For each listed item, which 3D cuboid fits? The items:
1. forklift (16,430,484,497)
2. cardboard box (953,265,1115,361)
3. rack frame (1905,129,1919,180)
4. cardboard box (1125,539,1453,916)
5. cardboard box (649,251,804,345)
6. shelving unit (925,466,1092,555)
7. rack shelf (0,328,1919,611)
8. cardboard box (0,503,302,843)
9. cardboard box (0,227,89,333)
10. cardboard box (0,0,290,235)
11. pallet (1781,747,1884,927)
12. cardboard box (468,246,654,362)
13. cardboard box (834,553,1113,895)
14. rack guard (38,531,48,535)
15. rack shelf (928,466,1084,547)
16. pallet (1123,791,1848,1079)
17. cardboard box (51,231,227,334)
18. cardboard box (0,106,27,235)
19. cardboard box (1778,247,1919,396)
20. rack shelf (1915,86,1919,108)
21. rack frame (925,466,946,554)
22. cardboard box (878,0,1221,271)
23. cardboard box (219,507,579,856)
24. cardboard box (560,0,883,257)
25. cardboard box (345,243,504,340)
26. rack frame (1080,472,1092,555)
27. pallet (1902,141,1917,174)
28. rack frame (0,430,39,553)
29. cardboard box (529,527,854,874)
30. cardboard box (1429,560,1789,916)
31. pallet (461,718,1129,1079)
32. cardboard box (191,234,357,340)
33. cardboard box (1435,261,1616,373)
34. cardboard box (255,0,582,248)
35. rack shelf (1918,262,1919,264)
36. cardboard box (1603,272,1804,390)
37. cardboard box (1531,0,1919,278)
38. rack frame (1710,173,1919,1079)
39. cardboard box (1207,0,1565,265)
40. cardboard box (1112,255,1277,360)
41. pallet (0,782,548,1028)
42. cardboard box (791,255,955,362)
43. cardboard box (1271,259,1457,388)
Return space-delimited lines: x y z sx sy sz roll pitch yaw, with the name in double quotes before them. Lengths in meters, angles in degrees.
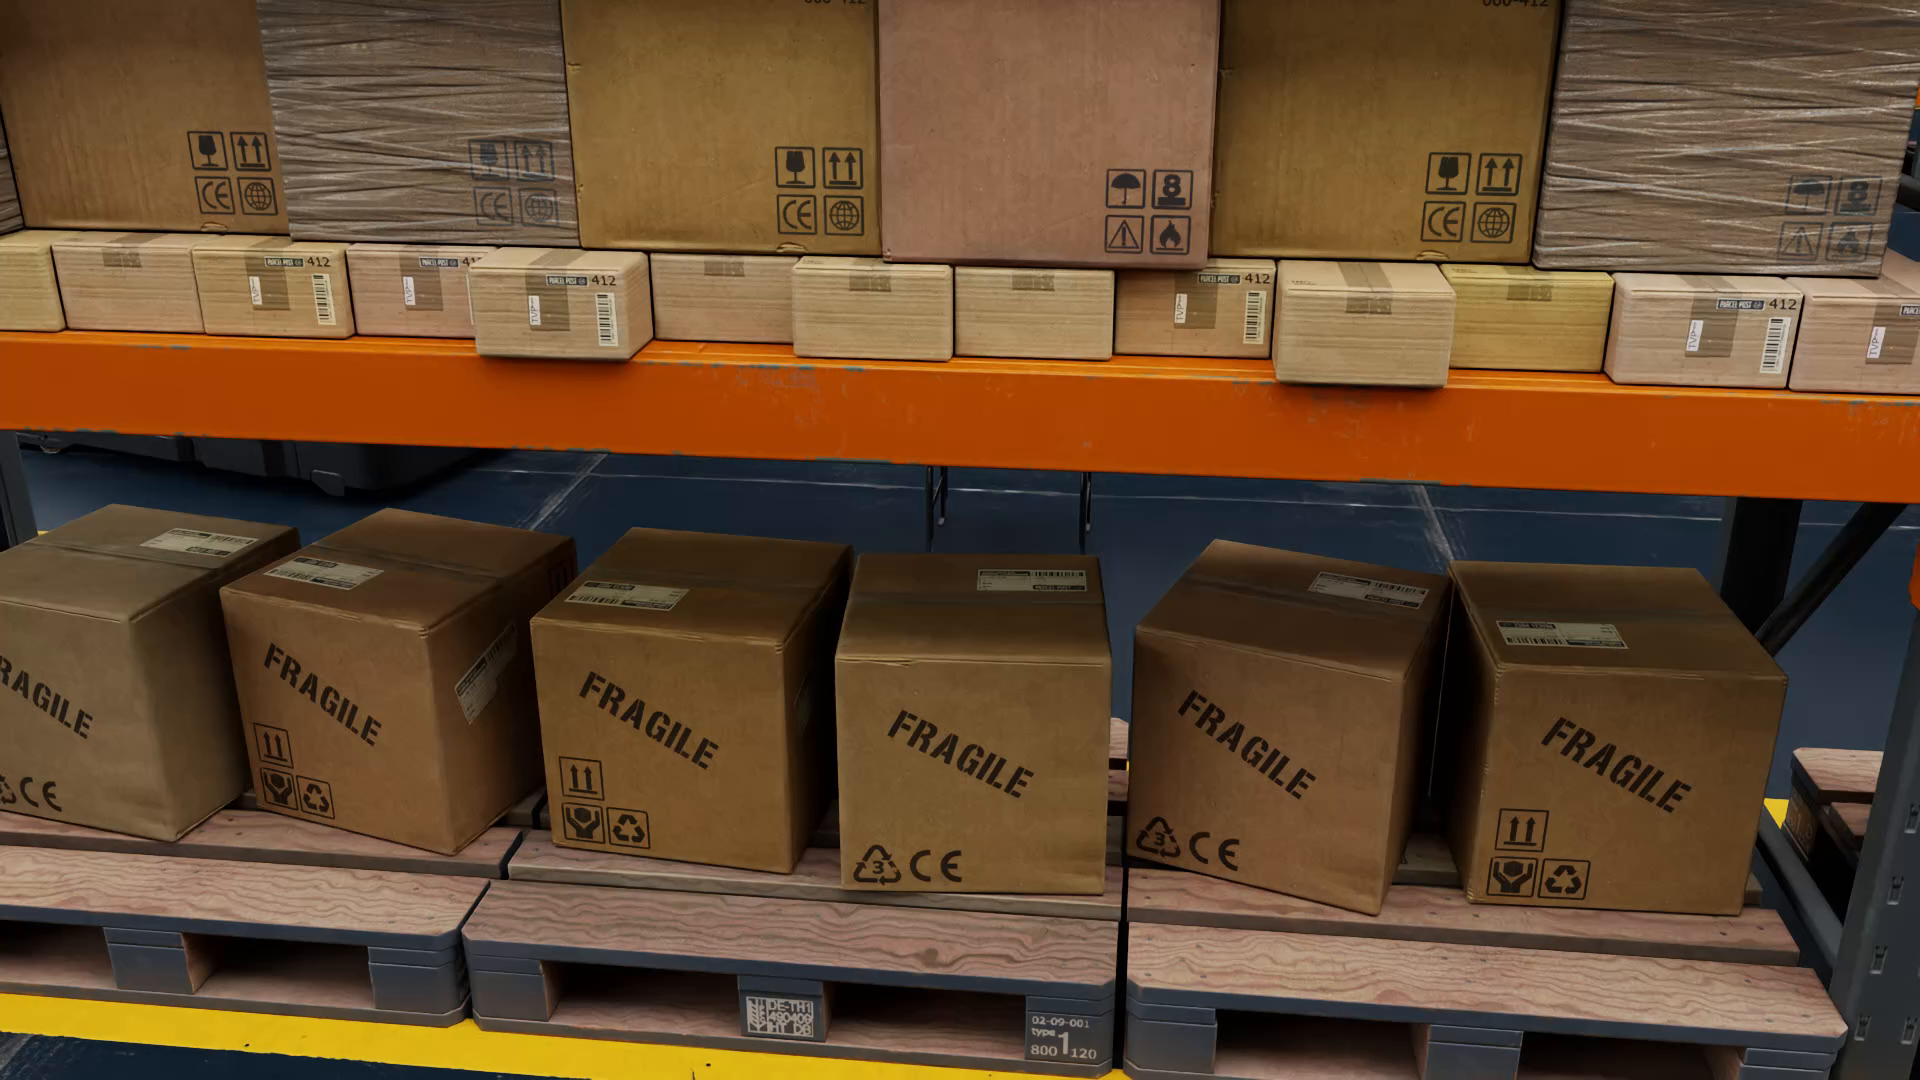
"forklift" -3.126 -1.852 6.138 3.031 2.935 1.130 9 23 22
"cardboard box" 0.135 -0.422 2.768 0.250 0.149 0.380 2 22 6
"rack frame" 6.761 -4.008 11.498 0.127 3.000 1.000 2 22 6
"cardboard box" 0.657 0.349 3.306 0.500 0.500 0.500 10 24 23
"cardboard box" -0.356 -0.459 2.861 0.250 0.149 0.380 2 22 6
"shelving unit" 0.164 -0.969 5.036 0.503 2.100 0.431 2 22 6
"rack shelf" -0.367 -0.316 3.139 4.000 0.370 1.077 2 22 6
"cardboard box" -1.735 0.263 3.524 0.500 0.500 0.500 7 23 16
"cardboard box" -1.606 -0.487 2.934 0.250 0.149 0.380 2 22 6
"cardboard box" -1.300 -0.911 3.123 0.500 0.500 0.875 2 22 6
"pallet" 2.392 0.766 3.216 1.213 0.211 1.003 2 22 6
"cardboard box" -0.620 -0.421 2.766 0.250 0.149 0.380 2 22 6
"cardboard box" 0.031 0.351 3.302 0.500 0.500 0.500 1 22 1
"rack guard" -2.278 0.428 3.676 0.348 0.500 1.175 2 22 6
"rack shelf" 0.164 -0.306 5.298 0.480 0.518 0.431 2 22 6
"pallet" 0.948 0.716 3.341 1.213 0.211 1.003 2 22 6
"cardboard box" -1.355 -0.484 2.926 0.250 0.149 0.380 2 22 6
"cardboard box" -1.810 -0.888 3.067 0.500 0.500 0.875 2 22 6
"cardboard box" 1.371 -0.349 2.586 0.250 0.149 0.380 2 22 6
"rack shelf" 4.188 -1.952 7.275 4.000 0.370 1.077 2 22 6
"rack frame" -0.078 -0.980 5.062 0.015 2.100 0.400 2 22 6
"cardboard box" 0.178 -0.811 2.870 0.500 0.500 0.875 2 22 6
"cardboard box" -1.138 0.276 3.490 0.500 0.500 0.500 8 23 20
"cardboard box" -0.313 -0.847 2.962 0.500 0.500 0.875 2 22 6
"cardboard box" -0.856 -0.470 2.889 0.250 0.149 0.380 2 22 6
"rack frame" 0.407 -0.959 5.009 0.015 2.100 0.400 2 22 6
"pallet" 7.497 -2.665 11.894 1.213 0.211 1.003 2 22 6
"rack frame" -2.353 -0.737 3.225 0.127 3.000 1.000 2 22 6
"cardboard box" -0.518 0.310 3.404 0.500 0.500 0.500 5 22 11
"cardboard box" 1.226 0.371 3.250 0.500 0.500 0.500 2 22 5
"pallet" -0.267 0.664 3.472 1.213 0.211 1.003 2 22 6
"cardboard box" -1.108 -0.470 2.892 0.250 0.149 0.380 2 22 6
"cardboard box" 0.882 -0.397 2.705 0.250 0.149 0.380 2 22 6
"cardboard box" -0.808 -0.873 3.028 0.500 0.500 0.875 2 22 6
"rack shelf" 3.605 -0.143 2.701 4.000 0.370 1.077 2 22 6
"cardboard box" 1.124 -0.364 2.622 0.250 0.149 0.380 2 22 6
"cardboard box" 1.179 -0.791 2.821 0.500 0.500 0.875 2 22 6
"rack frame" 1.619 -0.564 2.787 0.127 3.000 1.000 2 22 6
"cardboard box" 0.687 -0.826 2.908 0.500 0.500 0.875 2 22 6
"cardboard box" 0.388 -0.426 2.778 0.250 0.149 0.380 2 22 6
"pallet" -1.475 0.611 3.608 1.213 0.211 1.003 2 22 6
"cardboard box" -0.117 -0.420 2.763 0.250 0.149 0.380 2 22 6
"cardboard box" 0.621 -0.367 2.629 0.250 0.149 0.380 2 22 6
